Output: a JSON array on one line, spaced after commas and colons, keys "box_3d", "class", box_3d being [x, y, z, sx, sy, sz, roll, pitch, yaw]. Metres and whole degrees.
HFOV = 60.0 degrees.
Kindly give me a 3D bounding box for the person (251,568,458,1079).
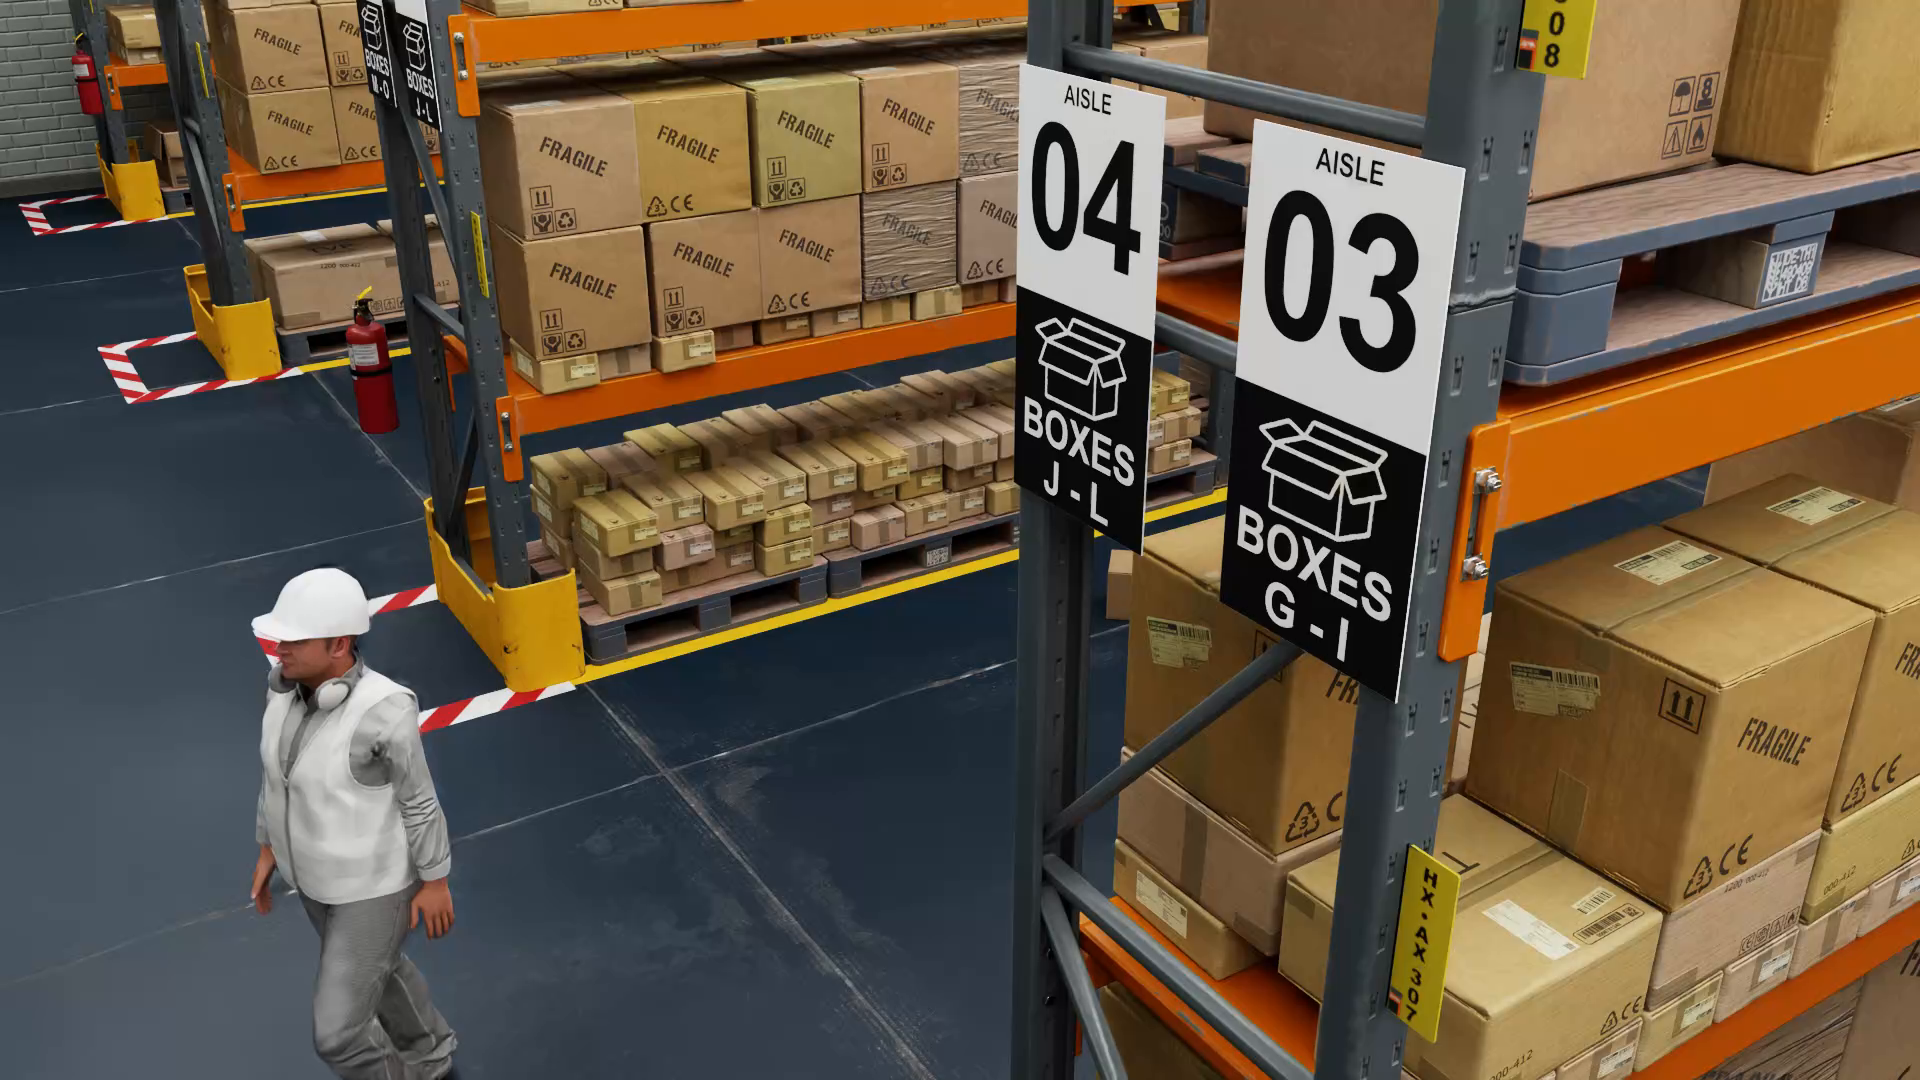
[{"box_3d": [-1.690, 0.937, 4.588, 0.570, 1.837, 0.533, 16, 30, 31], "class": "person"}]
